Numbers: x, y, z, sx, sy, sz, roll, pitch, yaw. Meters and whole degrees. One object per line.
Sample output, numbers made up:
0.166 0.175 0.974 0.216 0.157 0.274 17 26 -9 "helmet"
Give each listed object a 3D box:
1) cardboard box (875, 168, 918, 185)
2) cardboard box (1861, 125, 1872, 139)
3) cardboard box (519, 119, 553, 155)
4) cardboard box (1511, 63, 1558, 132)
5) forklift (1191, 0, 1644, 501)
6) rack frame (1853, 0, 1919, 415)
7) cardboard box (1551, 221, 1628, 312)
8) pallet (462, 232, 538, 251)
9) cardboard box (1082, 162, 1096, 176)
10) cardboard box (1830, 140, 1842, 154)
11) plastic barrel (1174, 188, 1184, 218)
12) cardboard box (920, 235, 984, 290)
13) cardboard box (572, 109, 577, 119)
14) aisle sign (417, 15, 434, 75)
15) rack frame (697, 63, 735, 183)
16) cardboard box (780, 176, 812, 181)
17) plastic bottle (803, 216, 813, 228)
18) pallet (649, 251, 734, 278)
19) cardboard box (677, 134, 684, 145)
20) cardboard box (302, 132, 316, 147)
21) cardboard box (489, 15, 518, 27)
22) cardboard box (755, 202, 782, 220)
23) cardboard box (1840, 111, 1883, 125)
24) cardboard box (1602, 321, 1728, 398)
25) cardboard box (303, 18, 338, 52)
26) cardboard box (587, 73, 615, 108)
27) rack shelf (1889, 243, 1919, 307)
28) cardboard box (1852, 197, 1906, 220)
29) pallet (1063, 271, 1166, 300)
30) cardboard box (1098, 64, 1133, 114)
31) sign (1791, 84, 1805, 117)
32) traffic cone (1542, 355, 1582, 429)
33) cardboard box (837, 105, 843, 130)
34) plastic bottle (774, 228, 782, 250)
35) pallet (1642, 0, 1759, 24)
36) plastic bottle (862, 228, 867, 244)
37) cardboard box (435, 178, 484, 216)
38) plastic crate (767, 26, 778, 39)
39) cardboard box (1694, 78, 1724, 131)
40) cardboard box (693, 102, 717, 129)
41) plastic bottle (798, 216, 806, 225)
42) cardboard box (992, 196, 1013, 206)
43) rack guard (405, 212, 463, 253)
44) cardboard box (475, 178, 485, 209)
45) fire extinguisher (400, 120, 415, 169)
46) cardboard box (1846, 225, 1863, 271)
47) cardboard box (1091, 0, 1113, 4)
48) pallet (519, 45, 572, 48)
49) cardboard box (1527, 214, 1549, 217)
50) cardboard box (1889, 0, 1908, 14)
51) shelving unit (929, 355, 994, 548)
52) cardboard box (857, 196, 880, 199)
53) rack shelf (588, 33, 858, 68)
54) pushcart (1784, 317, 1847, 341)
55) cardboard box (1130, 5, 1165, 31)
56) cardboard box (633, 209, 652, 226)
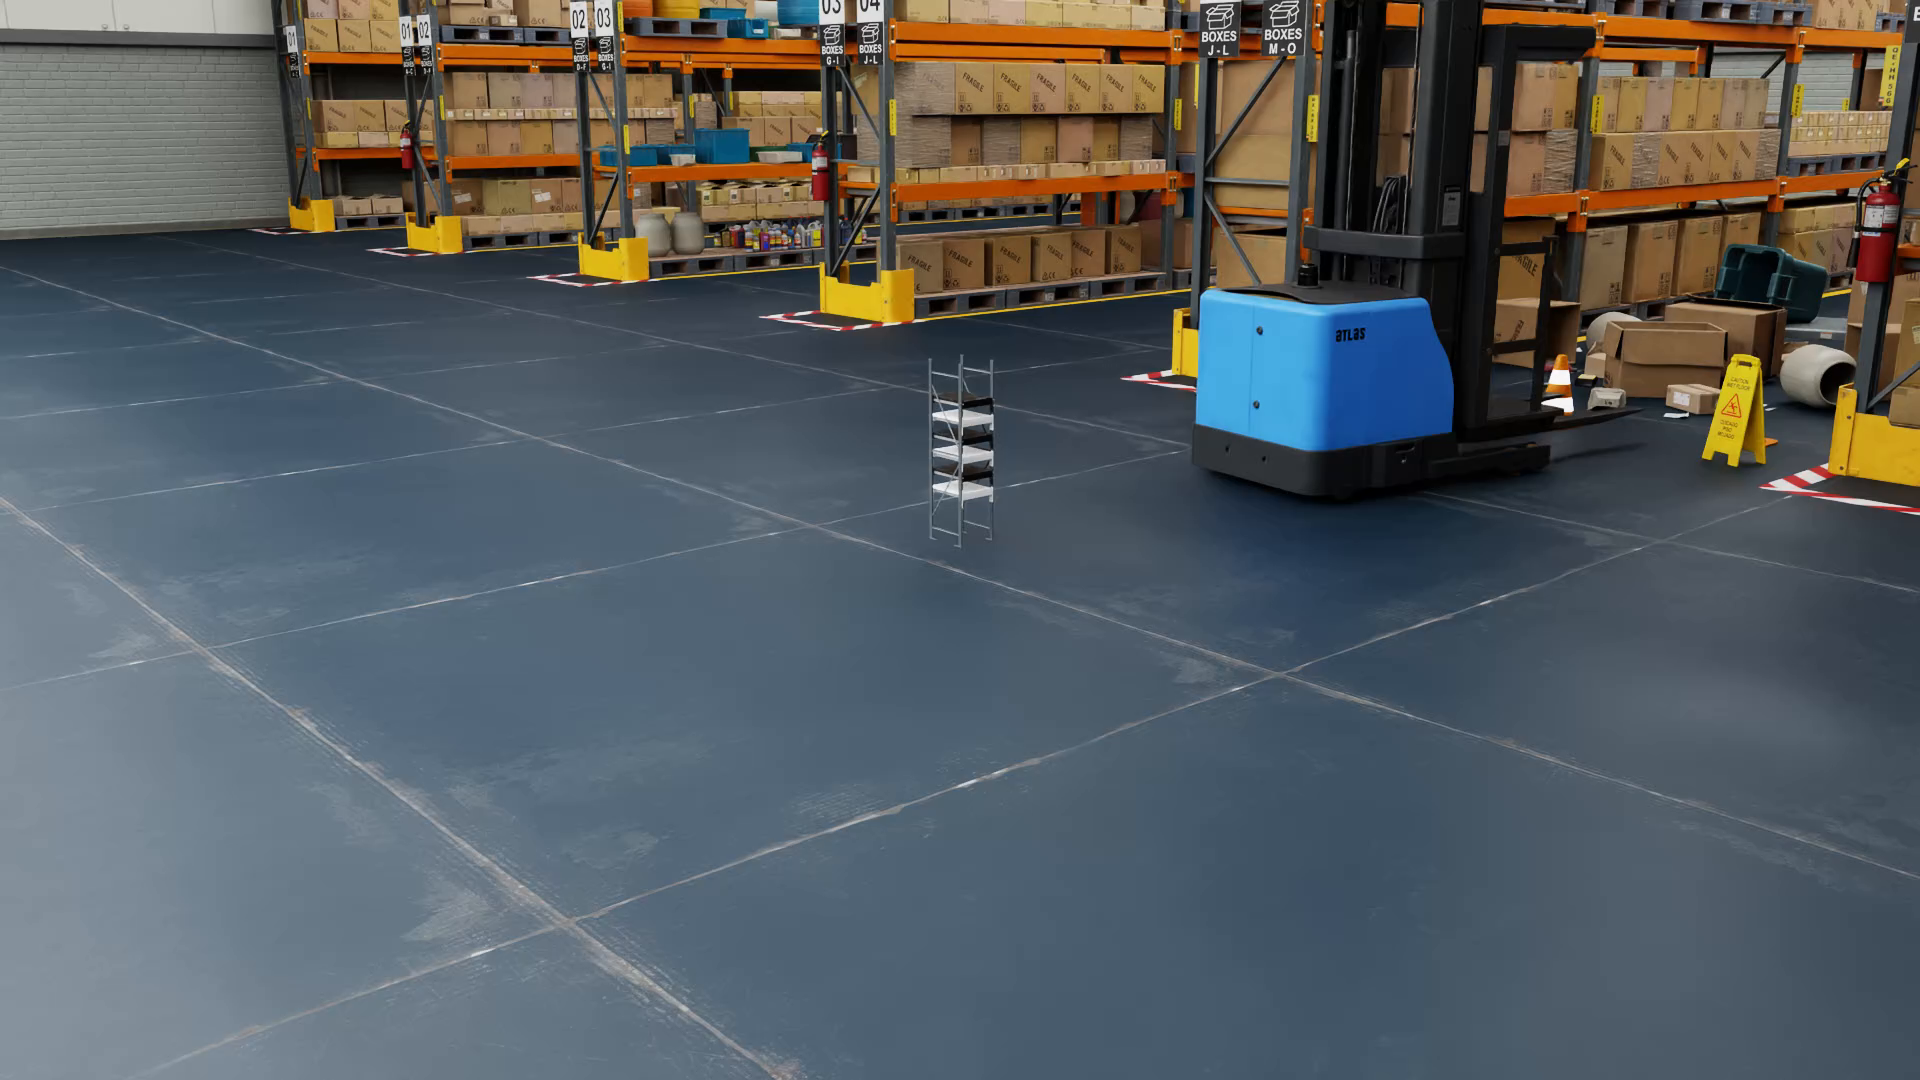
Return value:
-0.621 -3.559 16.247 0.250 0.149 0.380 -13 19 -39 "cardboard box"
10.077 -4.624 18.843 0.250 0.149 0.380 -13 19 -39 "cardboard box"
-6.360 -5.905 24.351 0.500 0.500 0.700 -12 19 -39 "cardboard box"
4.565 -3.795 14.264 0.550 0.550 0.875 -13 19 -39 "cardboard box"
2.861 -1.893 9.657 3.031 2.935 1.130 -9 18 -31 "forklift"
5.513 -1.749 8.984 0.127 3.000 1.000 -13 19 -39 "rack frame"
5.614 -2.612 15.760 0.750 0.750 1.050 -13 20 -40 "cardboard box"
-6.943 -4.398 24.305 1.213 0.211 1.003 -13 19 -39 "pallet"
1.243 -3.989 17.857 0.250 0.149 0.380 -13 19 -39 "cardboard box"
9.500 -4.351 18.401 0.250 0.149 0.380 -12 19 -38 "cardboard box"
3.369 -5.389 26.620 0.421 0.512 0.421 0 15 0 "plastic barrel"
-0.082 -2.884 17.263 0.500 0.500 0.500 -7 17 -25 "cardboard box"
-5.697 -6.298 24.566 0.250 0.149 0.380 -12 19 -38 "cardboard box"
-7.341 -6.792 22.829 0.004 0.787 0.394 -13 19 -39 "aisle sign"
-4.712 -7.926 32.111 0.127 3.000 1.000 -13 19 -39 "rack frame"
-3.406 -7.337 33.256 0.750 0.750 0.750 -13 20 -40 "cardboard box"
-2.013 -4.169 22.324 0.185 0.351 0.144 -13 19 -39 "plastic bottle"
-3.601 -3.454 20.771 1.213 0.211 1.003 -13 19 -39 "pallet"
-4.132 -6.304 26.330 0.500 0.250 0.500 -11 19 -36 "cardboard box"
-10.522 -6.625 27.492 0.500 0.250 0.500 -12 19 -39 "cardboard box"
-6.489 -7.371 23.620 0.250 0.149 0.380 -13 19 -39 "cardboard box"
-3.232 -5.354 26.996 0.500 0.250 0.500 -13 20 -41 "cardboard box"
10.281 -4.817 18.990 0.250 0.149 0.380 -13 20 -41 "cardboard box"
5.176 -1.333 12.266 0.797 0.503 0.637 2 15 9 "cardboard box"
-10.331 -8.086 26.665 0.500 0.500 0.500 -12 19 -38 "cardboard box"
-5.564 -6.713 24.861 0.500 0.500 0.700 -13 20 -39 "cardboard box"
7.022 -1.740 10.346 4.000 0.370 1.077 -13 19 -39 "rack shelf"
10.844 -3.910 19.654 0.500 0.250 0.500 -13 20 -41 "cardboard box"
1.542 -2.888 18.652 1.213 0.211 1.003 -13 19 -39 "pallet"
1.490 -4.816 17.760 0.500 0.500 0.500 -13 19 -39 "cardboard box"
8.589 -4.502 17.050 0.005 0.325 0.100 -13 19 -39 "sign"
4.005 -1.006 11.118 0.334 0.463 0.336 -13 19 -39 "traffic cone"
-2.640 -8.506 33.474 0.500 0.500 0.500 -13 19 -39 "cardboard box"
-2.337 -3.858 21.316 0.097 0.271 0.097 0 15 0 "plastic bottle"
6.930 -5.099 16.081 1.213 0.211 1.003 -12 19 -37 "pallet"
-1.295 -4.058 22.201 0.097 0.201 0.097 0 15 0 "plastic bottle"
-7.283 -4.993 24.190 0.500 0.500 0.500 -13 19 -39 "cardboard box"
-2.595 -6.452 21.192 0.450 0.188 0.336 -13 19 -39 "plastic crate"
7.111 -4.335 16.534 0.500 0.500 0.700 -13 20 -40 "cardboard box"
-5.060 -8.105 31.736 0.700 0.500 0.500 13 20 40 "cardboard box"
-2.107 -4.197 22.429 0.185 0.351 0.144 -12 19 -38 "plastic bottle"
0.619 -6.339 30.159 0.500 0.500 0.500 -12 19 -39 "cardboard box"
-7.510 -4.395 23.737 0.348 0.500 1.175 -13 19 -39 "rack guard"
-8.486 -6.070 29.153 0.500 0.500 0.500 14 21 43 "cardboard box"
-7.886 -5.640 23.703 0.183 0.674 0.296 -13 19 -39 "fire extinguisher"
10.070 -3.376 19.107 0.500 0.500 0.500 -13 20 -41 "cardboard box"
1.384 -5.675 17.389 0.250 0.149 0.380 -13 20 -41 "cardboard box"
-7.194 -8.691 29.525 1.003 0.211 1.213 -13 19 -39 "pallet"
7.591 -4.775 23.617 0.875 0.875 1.225 -13 19 -39 "cardboard box"
10.882 -6.386 19.524 0.500 0.500 0.700 -13 19 -39 "cardboard box"
0.006 -0.436 8.139 0.210 0.900 0.258 -13 19 -39 "shelving unit"
-1.691 -5.971 28.220 0.500 0.311 0.500 -12 19 -38 "cardboard box"
-2.735 -6.083 20.791 4.000 0.370 1.077 -13 19 -39 "rack shelf"
6.996 -1.595 13.490 1.648 0.377 0.936 8 17 28 "pushcart"
1.853 -5.604 17.897 0.500 0.250 0.500 -12 19 -37 "cardboard box"
-5.065 -4.955 25.504 0.500 0.250 0.500 -13 19 -39 "cardboard box"
